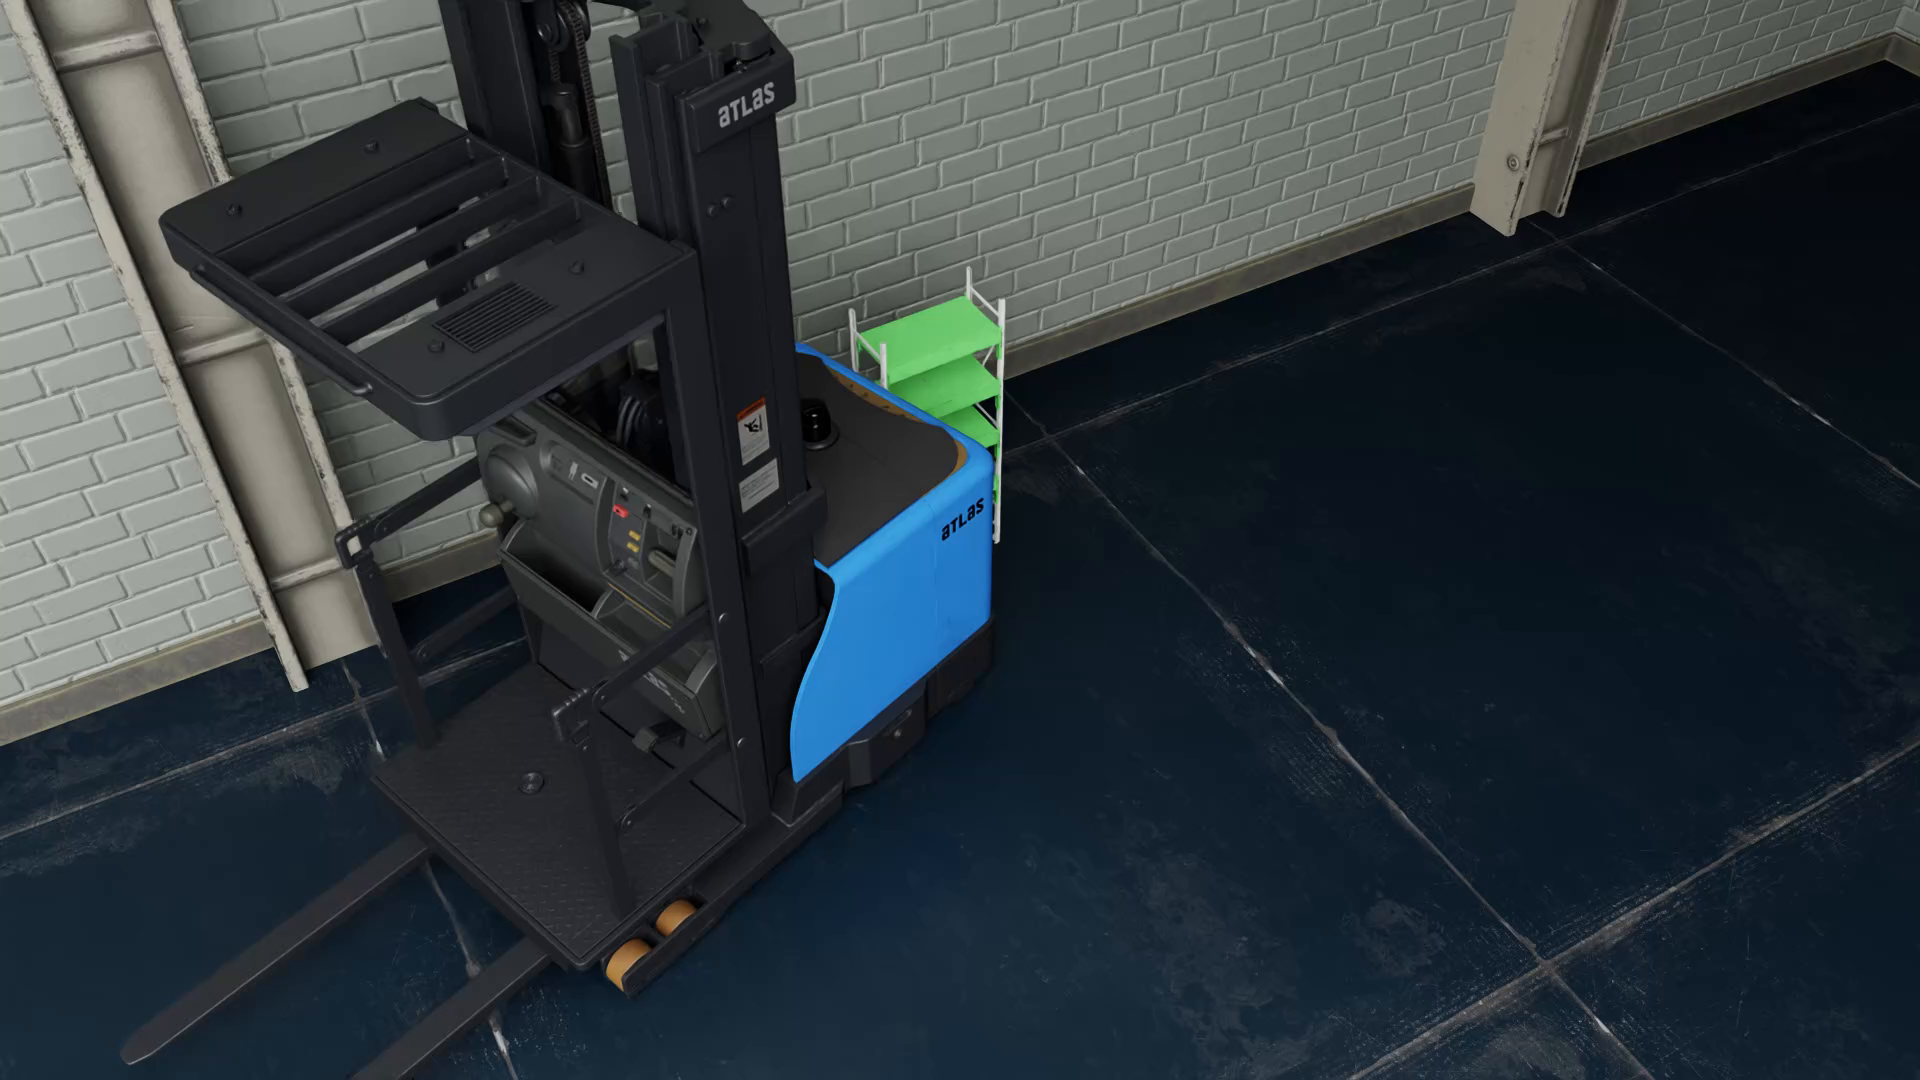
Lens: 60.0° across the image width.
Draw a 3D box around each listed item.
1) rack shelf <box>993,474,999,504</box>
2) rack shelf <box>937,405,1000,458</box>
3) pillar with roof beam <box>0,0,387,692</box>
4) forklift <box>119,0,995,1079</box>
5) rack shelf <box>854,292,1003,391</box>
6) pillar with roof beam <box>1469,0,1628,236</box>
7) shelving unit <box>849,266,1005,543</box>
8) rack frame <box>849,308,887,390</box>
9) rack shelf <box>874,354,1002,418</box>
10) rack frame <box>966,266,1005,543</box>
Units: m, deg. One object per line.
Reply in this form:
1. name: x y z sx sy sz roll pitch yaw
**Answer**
1. rack shelf: -0.116 -0.185 6.515 0.480 0.148 0.258 -23 49 -22
2. rack shelf: -0.116 -0.357 6.348 0.480 0.148 0.258 -23 49 -22
3. pillar with roof beam: -0.229 -0.225 0.521 0.400 9.000 9.100 -22 48 -21
4. forklift: -1.221 -0.025 4.671 1.130 2.935 3.031 31 52 28
5. rack shelf: -0.116 -0.702 6.014 0.480 0.148 0.258 -23 49 -22
6. pillar with roof beam: 4.973 -2.307 2.666 0.400 9.000 9.100 -22 48 -21
7. shelving unit: -0.116 -0.403 6.304 0.503 1.200 0.258 -23 49 -22
8. rack frame: -0.324 -0.314 6.212 0.015 1.200 0.240 -23 49 -22
9. rack shelf: -0.116 -0.529 6.181 0.480 0.148 0.258 -23 49 -22
10. rack frame: 0.092 -0.492 6.396 0.015 1.200 0.240 -23 49 -22
